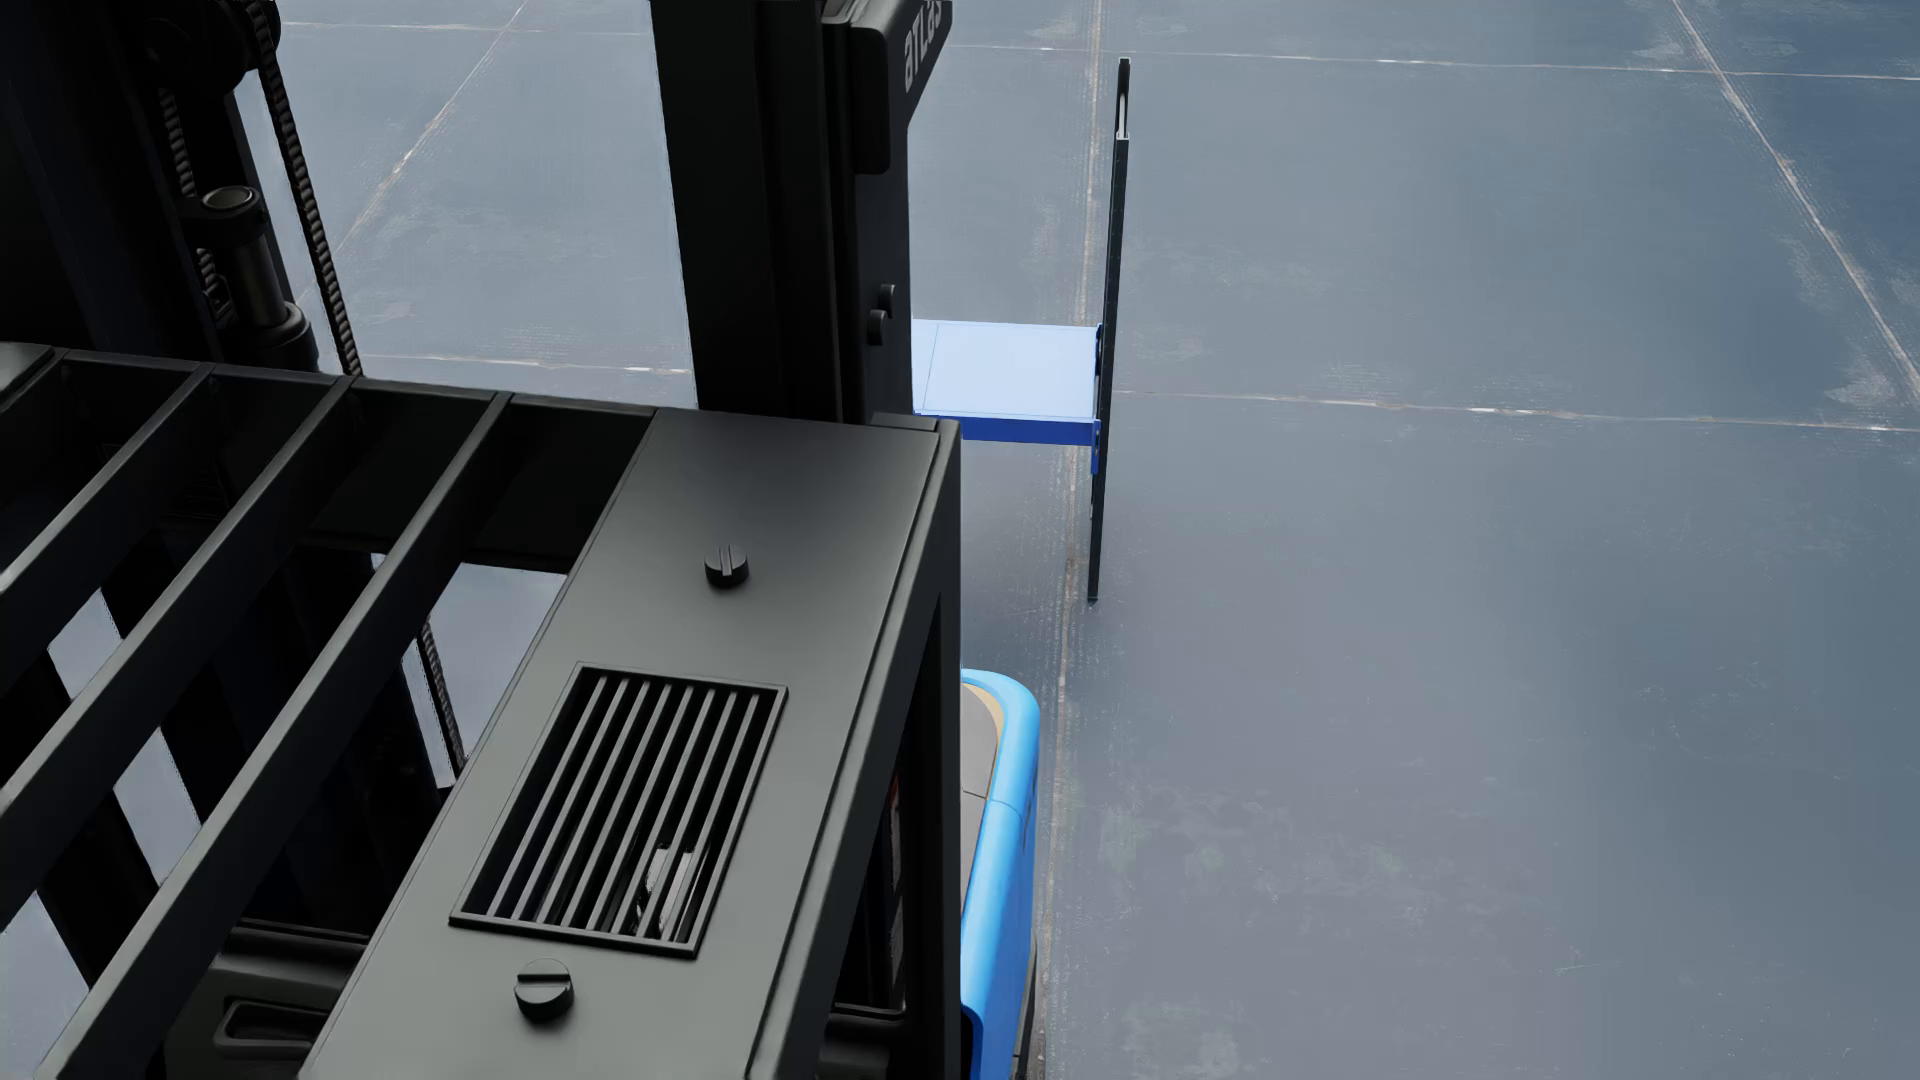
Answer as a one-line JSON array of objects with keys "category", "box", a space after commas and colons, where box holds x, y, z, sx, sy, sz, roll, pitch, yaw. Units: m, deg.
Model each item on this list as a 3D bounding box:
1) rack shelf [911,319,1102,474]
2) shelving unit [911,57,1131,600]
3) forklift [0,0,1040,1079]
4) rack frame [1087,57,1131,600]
[{"category": "rack shelf", "box": [-0.085, -0.447, 4.896, 1.000, 0.185, 0.538, 3, 39, 4]}, {"category": "shelving unit", "box": [-0.085, -0.586, 4.782, 1.048, 1.500, 0.538, 3, 39, 4]}, {"category": "forklift", "box": [-0.583, 0.826, 1.913, 1.130, 2.935, 3.031, 6, 40, 7]}, {"category": "rack frame", "box": [0.421, -0.559, 4.748, 0.032, 1.500, 0.500, 3, 39, 4]}]
